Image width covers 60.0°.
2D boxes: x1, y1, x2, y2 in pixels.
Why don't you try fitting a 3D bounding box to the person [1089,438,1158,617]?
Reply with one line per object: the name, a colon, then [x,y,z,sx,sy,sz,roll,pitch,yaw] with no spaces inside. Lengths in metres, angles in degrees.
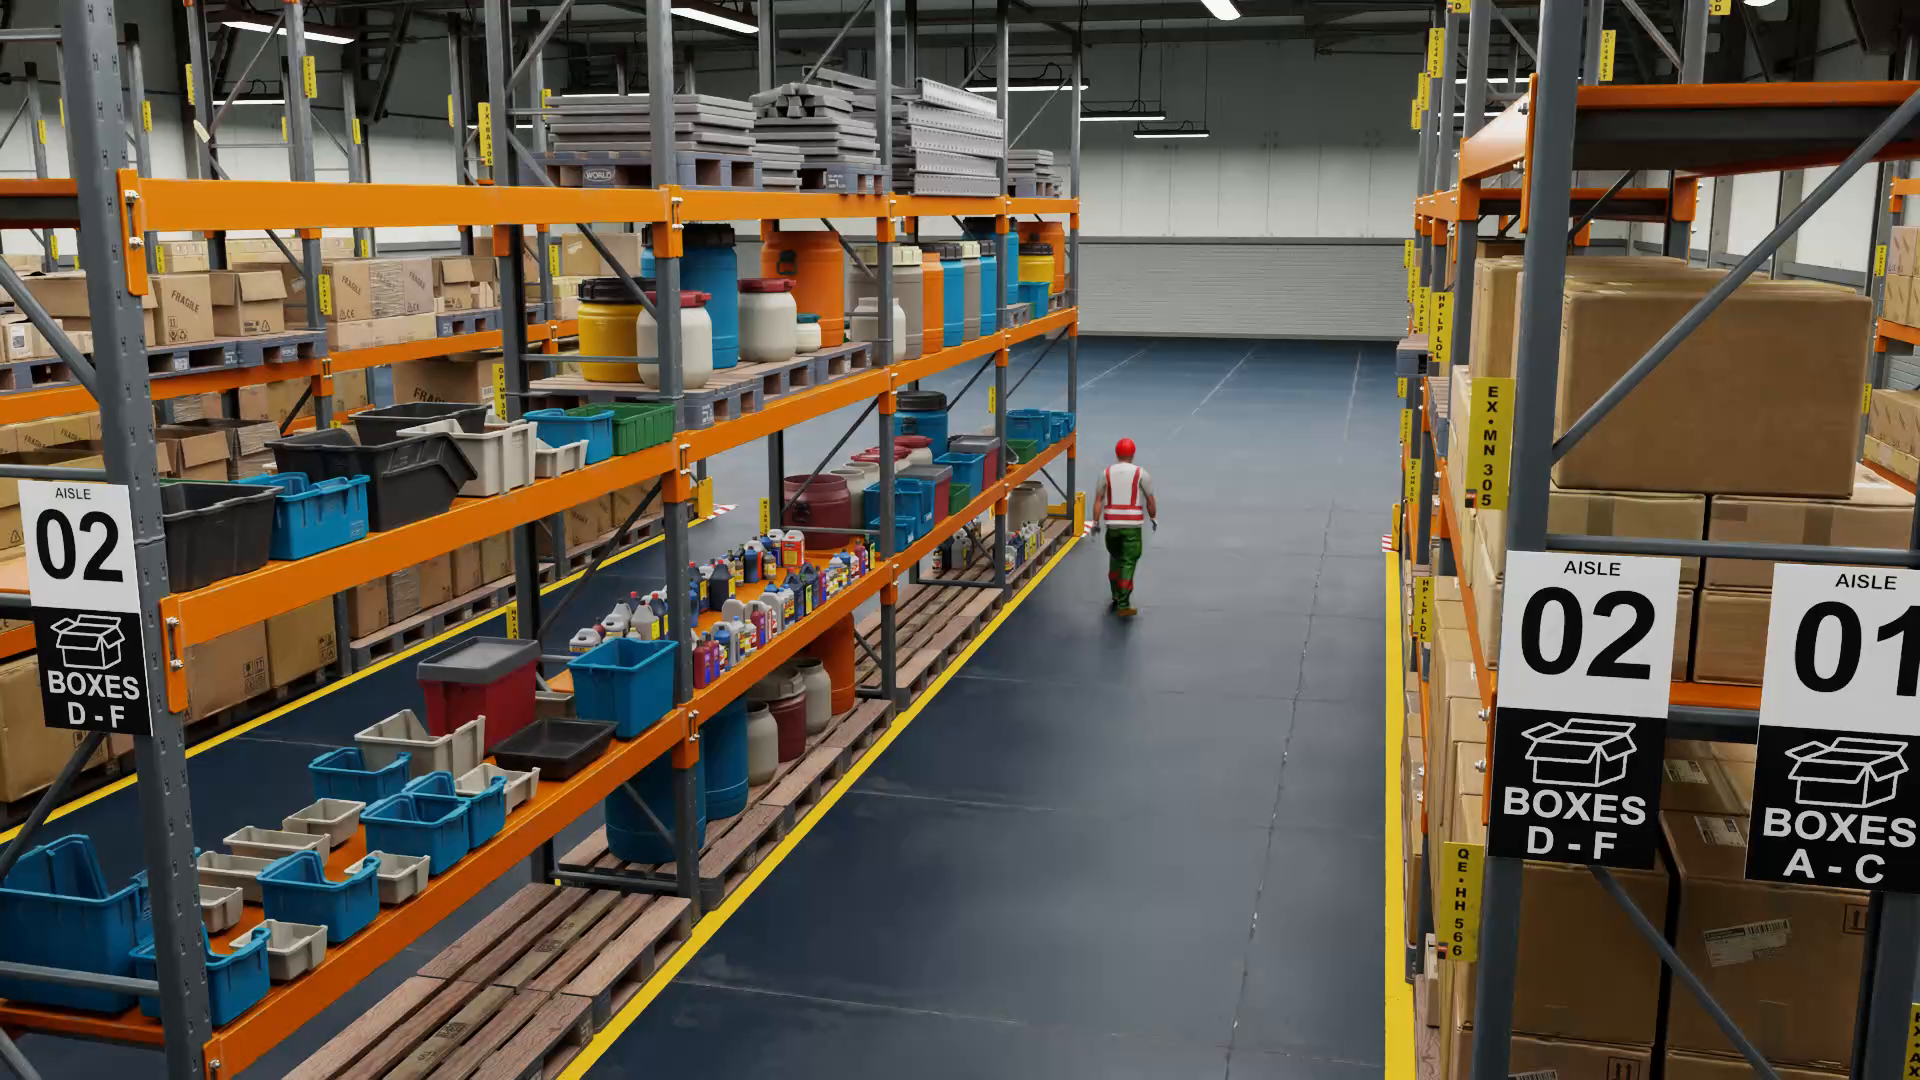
person: [1.637,-0.142,16.696,0.630,1.777,0.952,4,12,20]
